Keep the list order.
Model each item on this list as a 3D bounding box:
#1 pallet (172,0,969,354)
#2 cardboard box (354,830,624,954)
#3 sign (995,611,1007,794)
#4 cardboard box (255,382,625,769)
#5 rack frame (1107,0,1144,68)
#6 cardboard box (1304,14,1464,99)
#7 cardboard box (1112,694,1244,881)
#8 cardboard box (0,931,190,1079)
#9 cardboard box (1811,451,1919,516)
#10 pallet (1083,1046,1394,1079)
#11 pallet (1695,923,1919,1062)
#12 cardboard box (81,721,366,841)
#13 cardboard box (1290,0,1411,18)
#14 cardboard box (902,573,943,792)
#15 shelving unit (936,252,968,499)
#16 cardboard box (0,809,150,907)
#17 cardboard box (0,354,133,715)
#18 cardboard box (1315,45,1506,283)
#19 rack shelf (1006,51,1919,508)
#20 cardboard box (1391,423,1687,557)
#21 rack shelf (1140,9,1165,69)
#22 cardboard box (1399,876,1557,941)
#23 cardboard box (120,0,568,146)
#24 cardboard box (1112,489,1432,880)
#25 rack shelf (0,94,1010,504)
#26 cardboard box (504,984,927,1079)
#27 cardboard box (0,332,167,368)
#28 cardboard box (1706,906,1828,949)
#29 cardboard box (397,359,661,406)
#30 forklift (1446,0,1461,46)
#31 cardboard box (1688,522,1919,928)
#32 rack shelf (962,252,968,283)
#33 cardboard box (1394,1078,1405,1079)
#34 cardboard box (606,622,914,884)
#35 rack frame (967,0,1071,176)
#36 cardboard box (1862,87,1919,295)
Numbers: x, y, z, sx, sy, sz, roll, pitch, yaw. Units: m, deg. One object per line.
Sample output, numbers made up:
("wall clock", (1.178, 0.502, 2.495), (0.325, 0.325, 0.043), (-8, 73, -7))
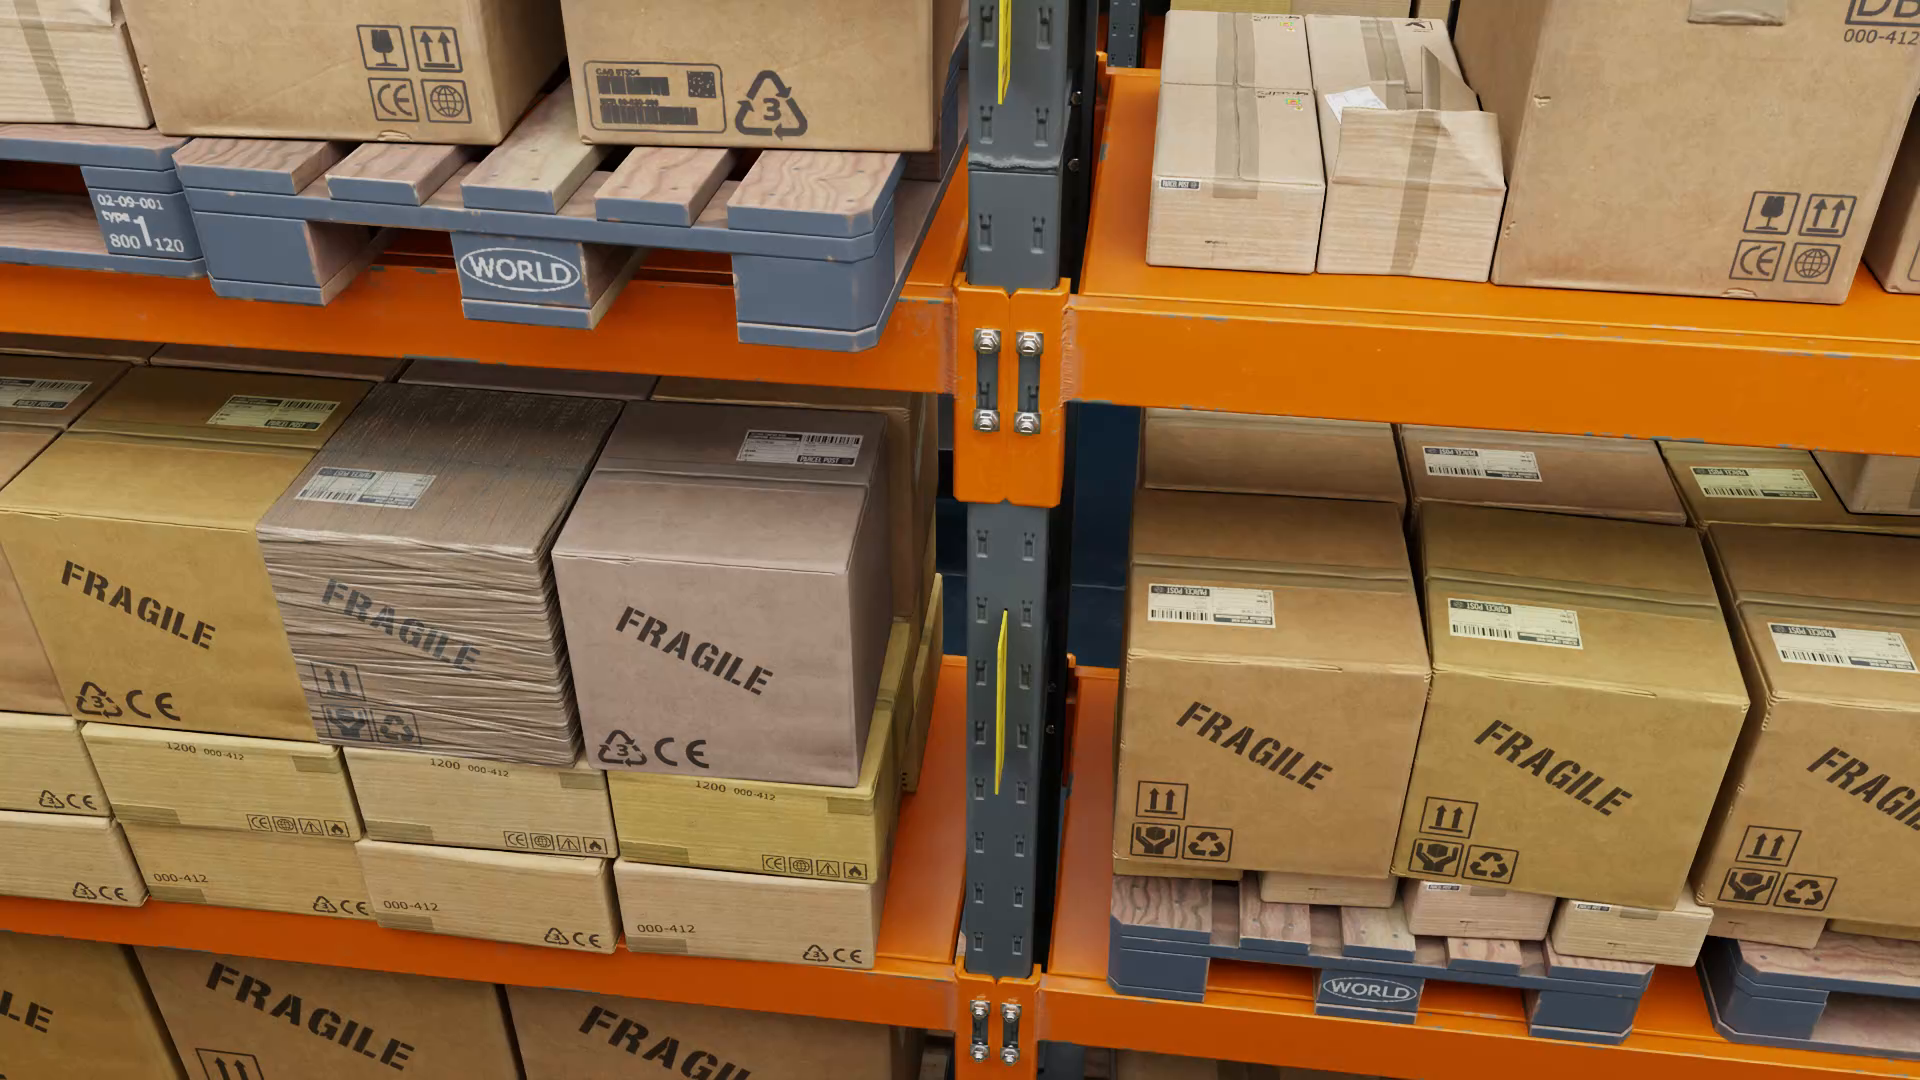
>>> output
("pallet", (-0.509, -0.735, 2.778), (1.003, 0.211, 1.213), (6, 36, 8))
("cardboard box", (-0.907, 0.571, 3.497), (0.500, 0.250, 0.500), (5, 36, 7))
("sign", (0.069, 0.275, 2.785), (0.005, 0.325, 0.100), (4, 36, 6))
("cardboard box", (-0.920, 0.058, 3.140), (0.500, 0.500, 0.500), (5, 36, 7))
("rack frame", (0.765, -2.434, 7.578), (0.127, 3.000, 1.000), (4, 36, 6))
("cardboard box", (0.723, -0.776, 2.889), (0.250, 0.149, 0.380), (4, 36, 6))
("cardboard box", (0.435, 0.489, 3.337), (0.250, 0.149, 0.380), (2, 36, 3))
("cardboard box", (-2.309, 0.887, 4.393), (0.875, 0.875, 0.875), (5, 36, 7))
("cardboard box", (1.795, -0.212, 3.202), (0.250, 0.149, 0.380), (3, 36, 4))
("pallet", (0.911, 1.620, 4.298), (1.213, 0.211, 1.003), (4, 36, 6))
("pallet", (2.105, 0.628, 3.454), (1.213, 0.211, 1.003), (4, 36, 6))
("cardboard box", (-1.396, 0.333, 3.400), (0.500, 0.250, 0.500), (3, 36, 5))
("cardboard box", (1.670, -2.365, 7.180), (0.500, 0.250, 0.500), (5, 36, 7))
("cardboard box", (-0.317, 0.307, 3.868), (0.500, 0.250, 0.500), (4, 36, 5))
("shelving unit", (-0.164, -0.867, 6.157), (0.503, 2.100, 0.431), (4, 36, 6))
("cardboard box", (-1.914, 0.503, 3.592), (0.500, 0.250, 0.500), (4, 36, 5))
("cardboard box", (-1.912, -0.024, 3.255), (0.500, 0.500, 0.500), (4, 36, 5))
("cardboard box", (0.680, -0.599, 2.541), (0.258, 0.266, 0.396), (4, 36, 6))
("rack shelf", (2.120, -0.354, 2.700), (4.000, 0.370, 1.077), (4, 36, 6))
("cardboard box", (1.137, -0.001, 3.465), (0.500, 0.500, 0.500), (4, 36, 5))
("rack shelf", (2.749, -1.993, 7.579), (4.000, 0.370, 1.077), (4, 36, 6))
("cardboard box", (0.977, 0.576, 3.215), (0.250, 0.149, 0.380), (2, 36, 3))
("cardboard box", (-0.870, -0.970, 2.497), (0.500, 0.500, 0.700), (3, 36, 4))
("cardboard box", (0.553, 0.261, 3.099), (0.500, 0.500, 0.500), (3, 36, 5))
("rack shelf", (-1.847, -0.649, 3.115), (4.000, 0.370, 1.077), (4, 36, 6))
("cardboard box", (-0.538, 1.022, 4.204), (0.875, 0.875, 0.875), (4, 36, 6))
("cardboard box", (-1.826, -0.316, 3.664), (0.500, 0.500, 0.500), (5, 36, 7))
("cardboard box", (1.496, 0.581, 3.208), (0.250, 0.149, 0.380), (6, 36, 9))
("cardboard box", (-0.815, -0.230, 3.543), (0.500, 0.500, 0.500), (4, 36, 6))
("forklift", (2.262, -0.907, 5.498), (3.031, 2.935, 1.130), (5, 36, 7))
("cardboard box", (1.599, 0.330, 3.001), (0.500, 0.500, 0.500), (5, 36, 7))
("rack shelf", (-0.164, -0.856, 6.165), (0.480, 0.518, 0.431), (4, 36, 6))
("cardboard box", (1.428, 1.423, 4.075), (0.625, 0.372, 0.950), (4, 36, 5))
("cardboard box", (-0.376, 0.395, 3.314), (0.500, 0.250, 0.500), (4, 36, 6))
("rack frame", (0.136, -2.015, 1.827), (0.127, 3.000, 1.000), (4, 36, 6))
("cardboard box", (1.653, -0.740, 2.534), (0.637, 0.503, 0.797), (4, 36, 6))
